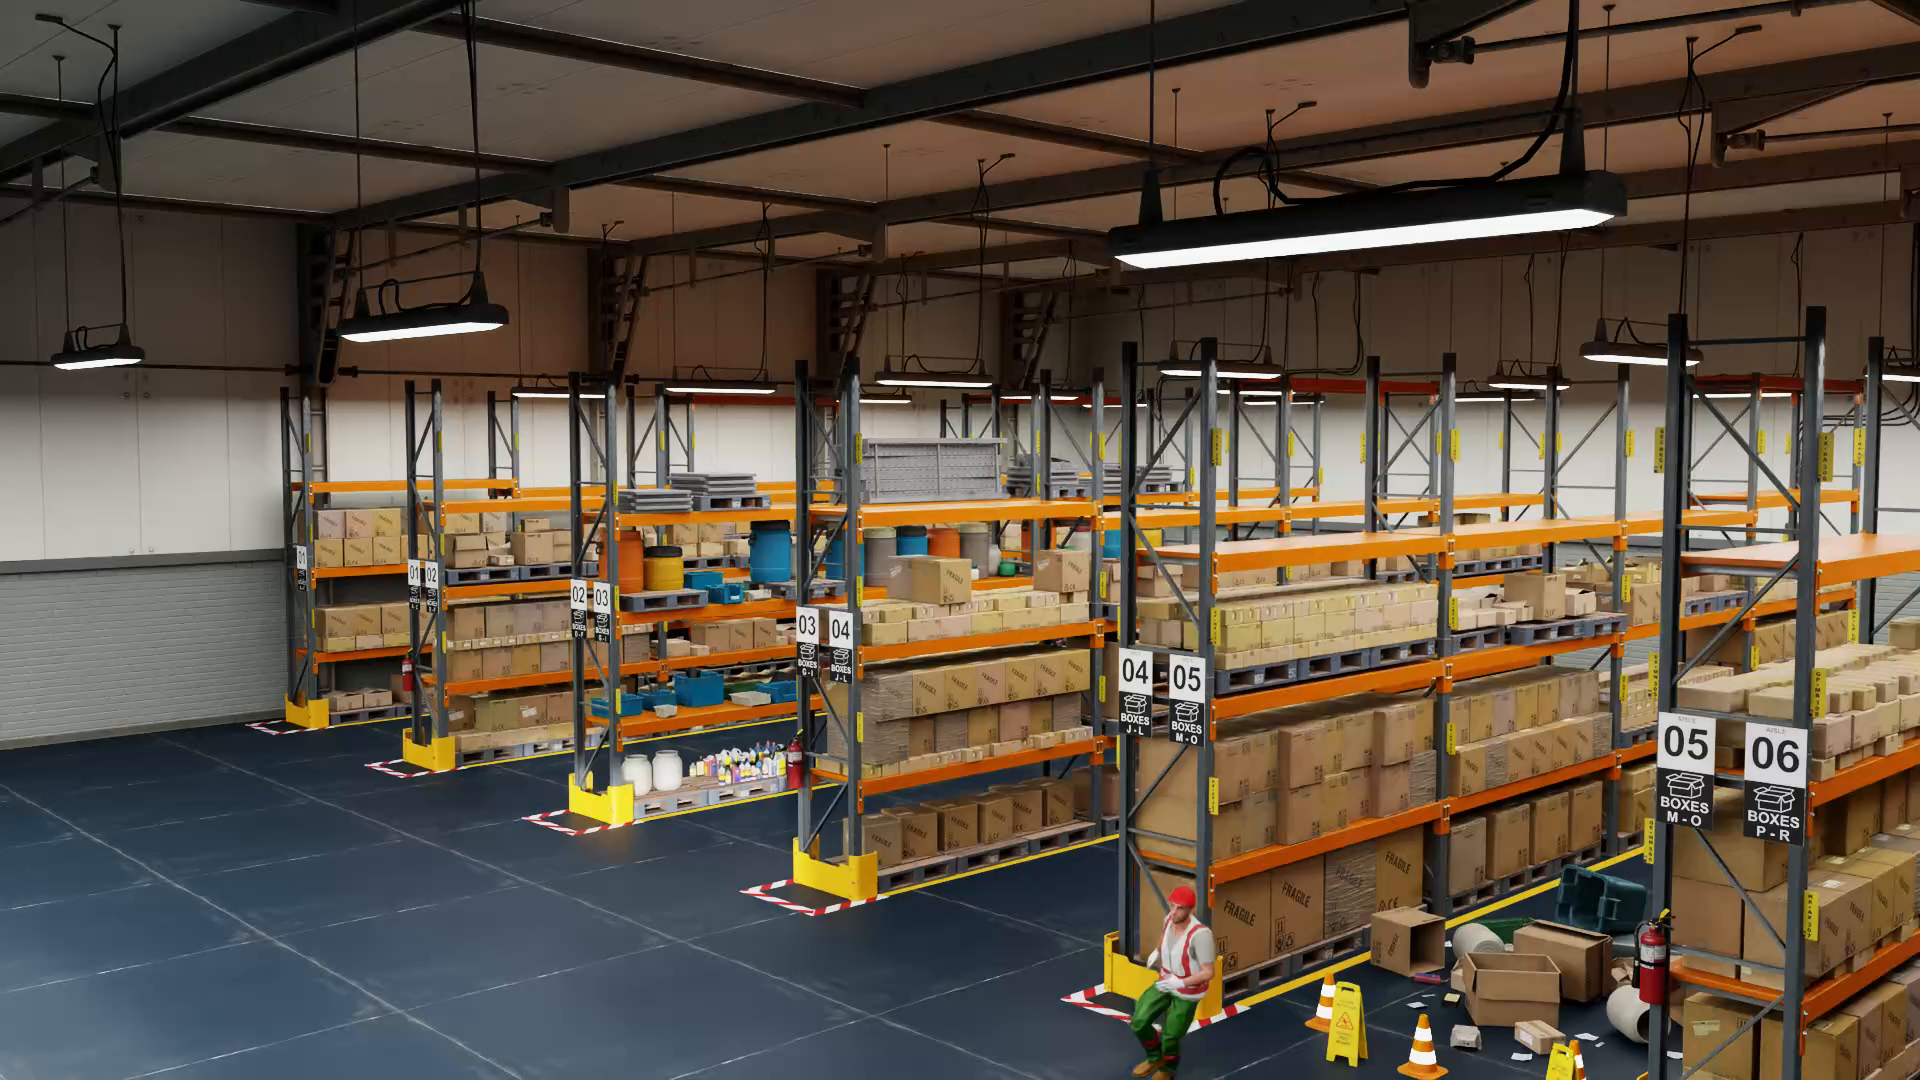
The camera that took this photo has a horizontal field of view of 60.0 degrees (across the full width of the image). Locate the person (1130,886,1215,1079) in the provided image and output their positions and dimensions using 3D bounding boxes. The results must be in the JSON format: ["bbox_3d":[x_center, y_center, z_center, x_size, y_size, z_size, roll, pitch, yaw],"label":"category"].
[{"bbox_3d":[1.643,3.501,12.953,0.843,1.689,0.719,3,5,40],"label":"person"}]

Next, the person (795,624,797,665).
[{"bbox_3d":[-3.009,2.188,33.172,0.645,1.734,0.627,2,4,34],"label":"person"}]
